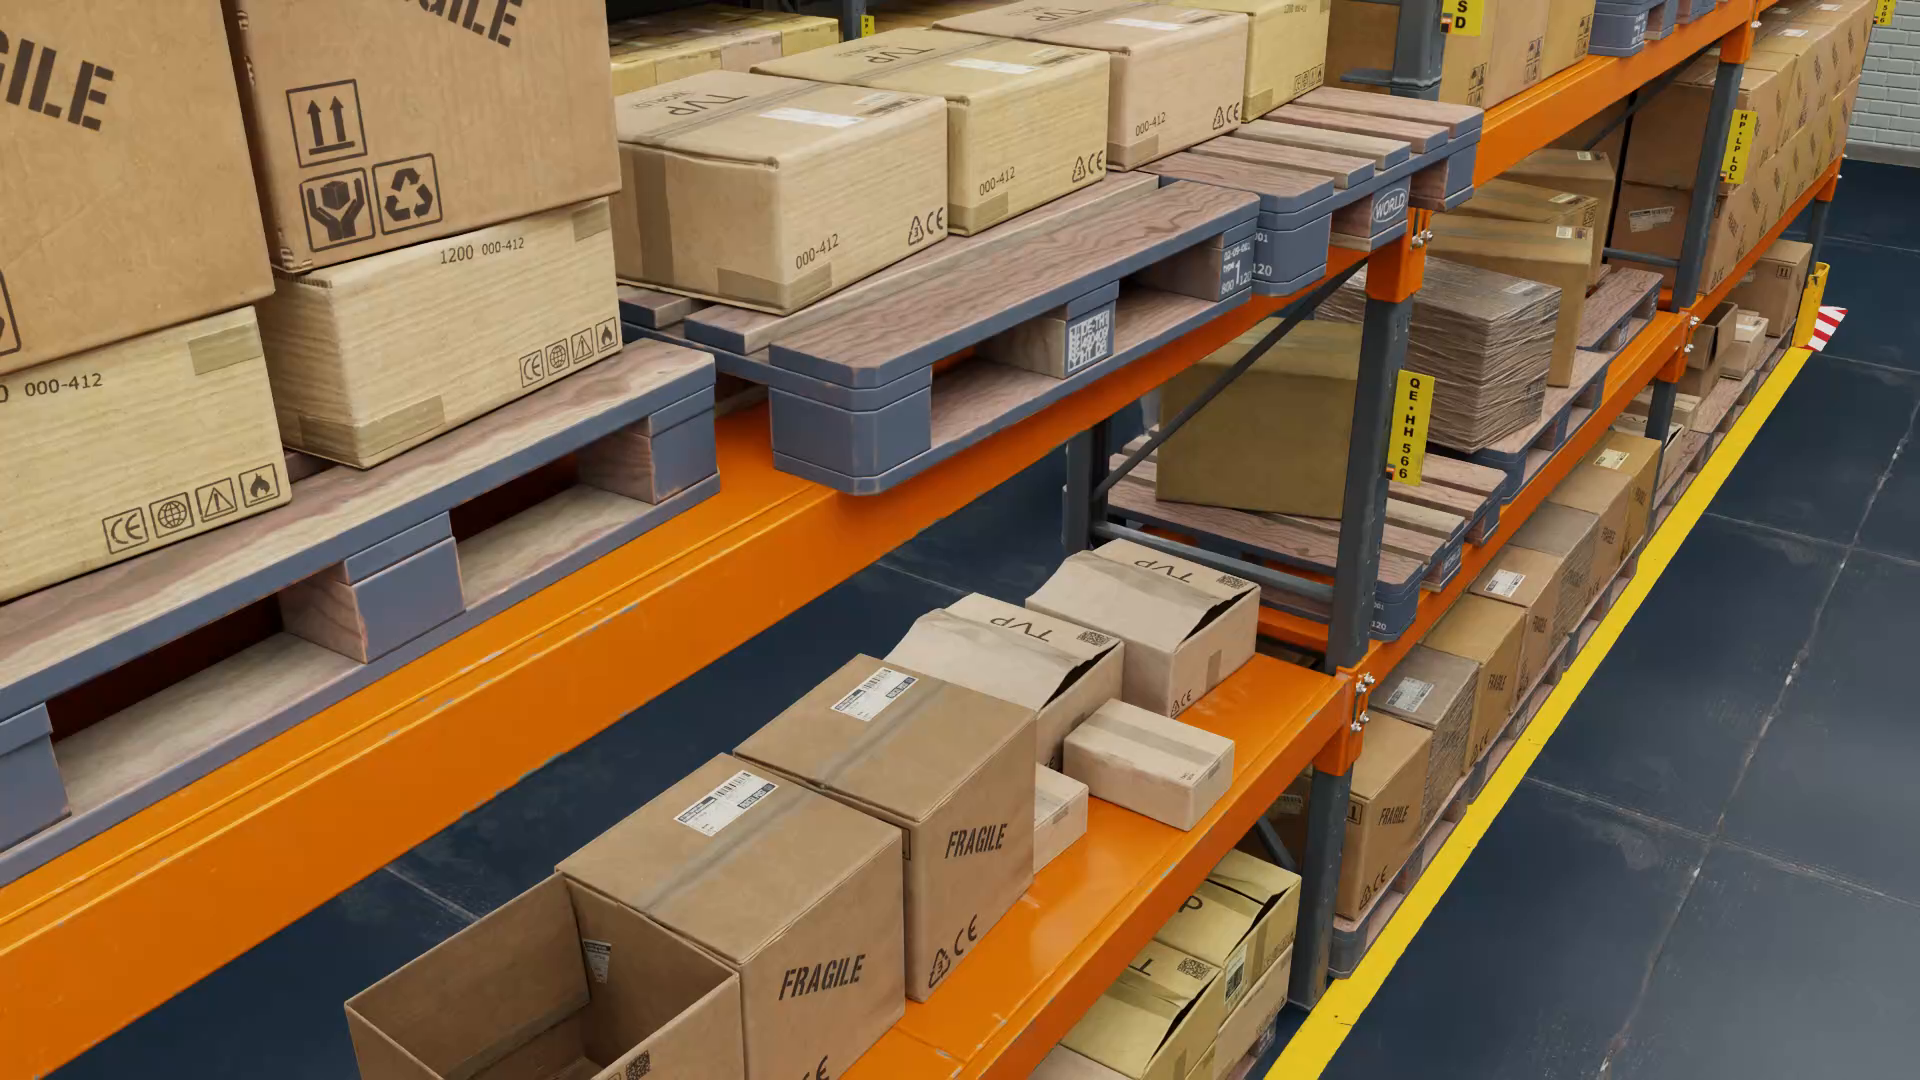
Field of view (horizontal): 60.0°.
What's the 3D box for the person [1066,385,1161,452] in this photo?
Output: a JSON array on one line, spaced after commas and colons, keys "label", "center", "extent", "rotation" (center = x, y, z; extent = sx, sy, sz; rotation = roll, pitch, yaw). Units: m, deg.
[{"label": "person", "center": [0.927, -1.273, 9.192], "extent": [0.576, 1.811, 0.832], "rotation": [23, 35, 38]}]
